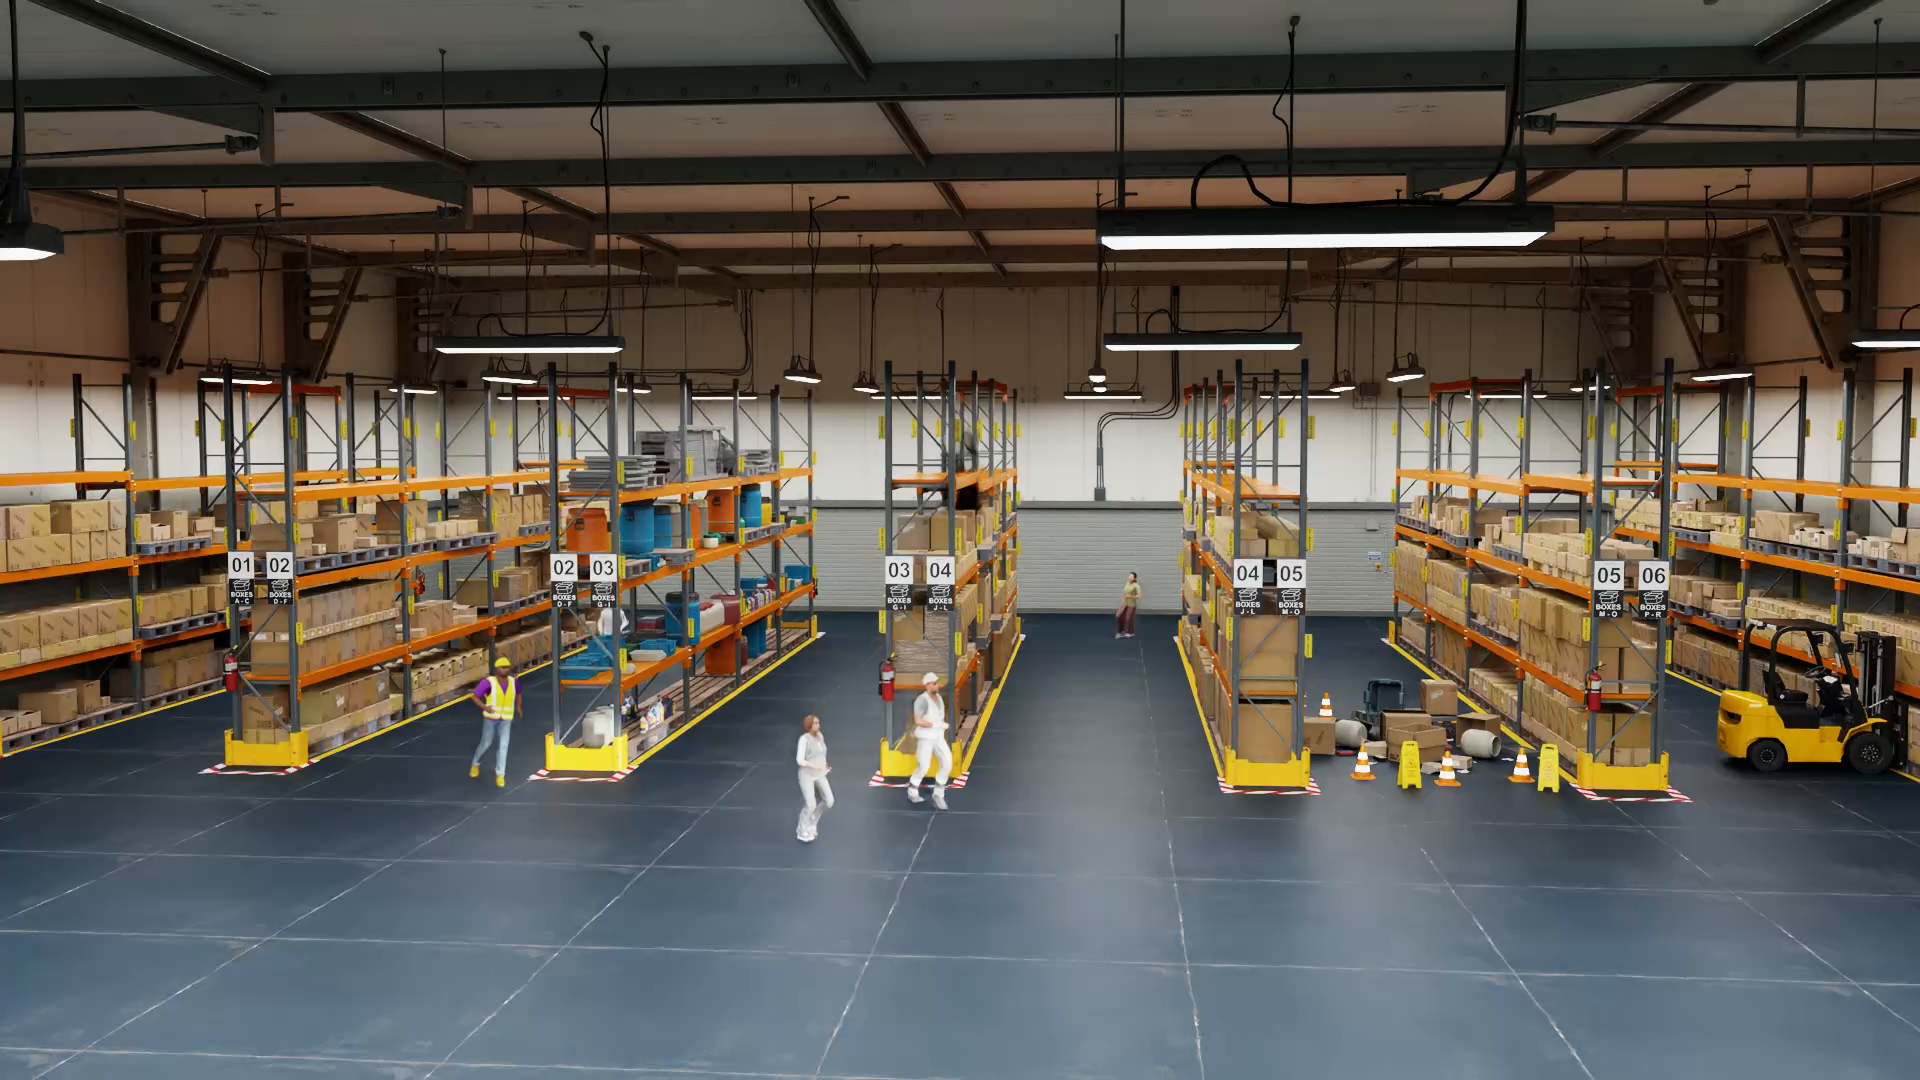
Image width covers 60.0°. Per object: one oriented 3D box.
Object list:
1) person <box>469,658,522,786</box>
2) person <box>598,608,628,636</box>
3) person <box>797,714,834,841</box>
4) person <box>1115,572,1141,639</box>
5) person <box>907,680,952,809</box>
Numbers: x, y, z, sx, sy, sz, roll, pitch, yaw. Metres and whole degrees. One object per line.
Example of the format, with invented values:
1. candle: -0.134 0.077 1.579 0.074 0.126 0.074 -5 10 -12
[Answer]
1. person: -6.559 2.559 23.699 0.758 1.754 0.956 -2 4 -31
2. person: -7.124 1.946 34.092 0.616 1.660 0.522 0 4 -5
3. person: -1.743 2.881 20.150 0.584 1.556 0.577 3 5 38
4. person: 4.095 1.582 39.933 0.664 1.618 0.640 3 5 42
5. person: -0.372 2.739 22.068 0.750 1.720 0.678 3 5 41
